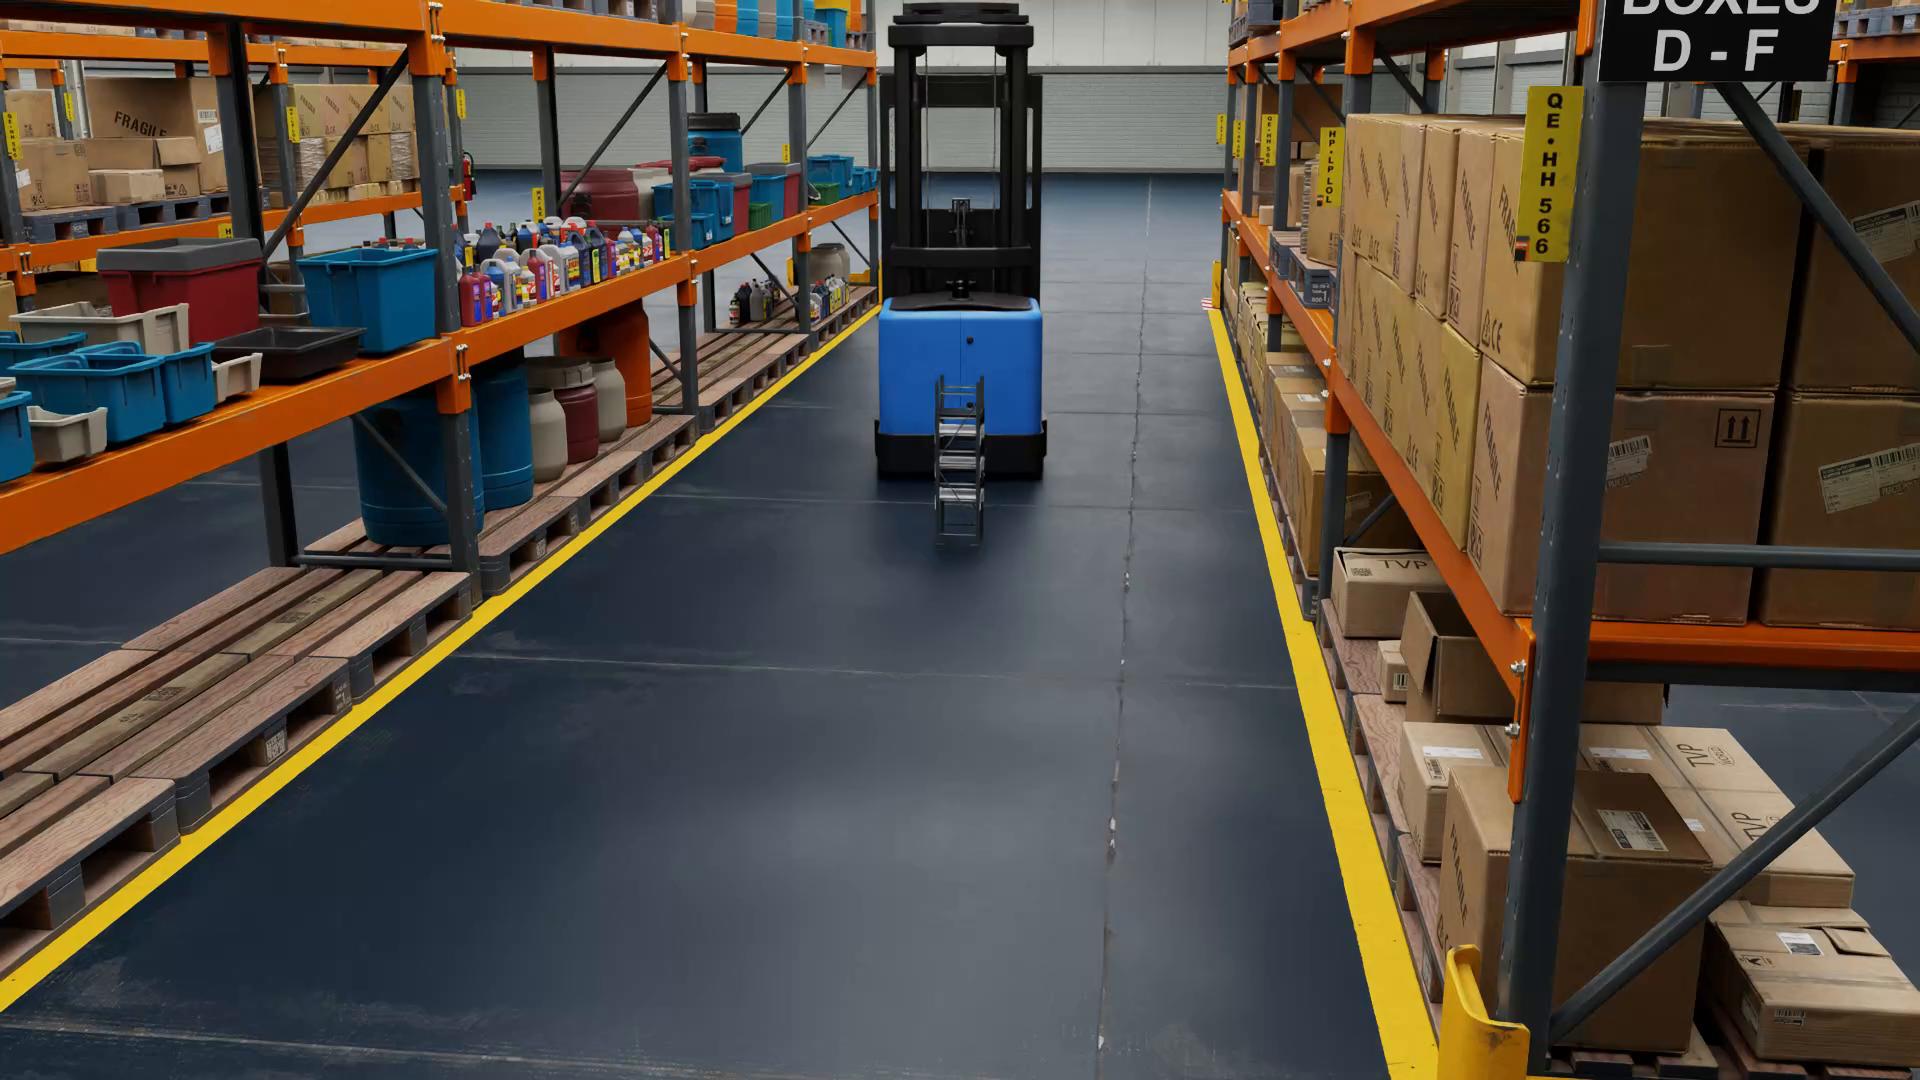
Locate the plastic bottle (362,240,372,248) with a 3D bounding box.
[{"bbox_3d":[-3.029,-1.366,8.562,0.144,0.351,0.185,2,15,6],"label":"plastic bottle"}]

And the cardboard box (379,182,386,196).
[{"bbox_3d":[-6.364,-3.744,17.742,0.380,0.149,0.250,2,15,6],"label":"cardboard box"}]

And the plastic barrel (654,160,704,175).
[{"bbox_3d":[-2.314,-2.850,13.696,0.433,0.535,0.433,0,15,0],"label":"plastic barrel"}]

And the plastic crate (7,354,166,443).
[{"bbox_3d":[-2.756,-0.448,5.279,0.416,0.233,0.300,2,15,6],"label":"plastic crate"}]

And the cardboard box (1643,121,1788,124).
[{"bbox_3d":[2.144,-0.993,4.981,0.500,0.500,0.500,2,15,6],"label":"cardboard box"}]

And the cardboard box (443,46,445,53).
[{"bbox_3d":[-6.177,-5.643,18.826,0.500,0.250,0.500,2,15,8],"label":"cardboard box"}]

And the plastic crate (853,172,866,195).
[{"bbox_3d":[-1.292,-3.875,18.033,0.499,0.251,0.408,2,15,6],"label":"plastic crate"}]

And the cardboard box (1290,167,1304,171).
[{"bbox_3d":[2.797,-2.653,13.035,0.500,0.500,0.500,2,15,6],"label":"cardboard box"}]

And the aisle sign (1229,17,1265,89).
[{"bbox_3d":[3.171,-5.388,18.362,0.394,0.787,0.004,2,15,6],"label":"aisle sign"}]

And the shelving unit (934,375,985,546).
[{"bbox_3d":[-0.001,-0.432,9.037,0.258,0.900,0.210,2,15,6],"label":"shelving unit"}]

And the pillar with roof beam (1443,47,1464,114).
[{"bbox_3d":[7.601,-13.003,40.009,9.100,9.000,0.400,2,15,6],"label":"pillar with roof beam"}]

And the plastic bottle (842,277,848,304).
[{"bbox_3d":[-1.220,-2.635,17.522,0.061,0.283,0.133,2,15,8],"label":"plastic bottle"}]

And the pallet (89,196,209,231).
[{"bbox_3d":[-7.095,-2.747,13.943,1.003,0.211,1.213,2,15,6],"label":"pallet"}]

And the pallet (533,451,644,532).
[{"bbox_3d":[-2.544,-0.312,9.911,1.003,0.211,1.213,2,15,6],"label":"pallet"}]

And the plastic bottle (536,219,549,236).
[{"bbox_3d":[-2.767,-1.985,11.004,0.097,0.271,0.097,0,15,0],"label":"plastic bottle"}]

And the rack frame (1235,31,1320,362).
[{"bbox_3d":[3.016,-3.070,14.768,1.000,3.000,0.127,2,15,6],"label":"rack frame"}]

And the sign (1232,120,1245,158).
[{"bbox_3d":[2.465,-3.542,14.704,0.100,0.325,0.005,2,15,6],"label":"sign"}]

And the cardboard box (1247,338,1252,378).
[{"bbox_3d":[2.552,-1.449,13.237,0.500,0.250,0.500,2,15,7],"label":"cardboard box"}]

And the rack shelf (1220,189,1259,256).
[{"bbox_3d":[3.242,-3.241,16.781,1.077,0.370,4.000,2,15,6],"label":"rack shelf"}]

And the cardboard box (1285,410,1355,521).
[{"bbox_3d":[2.006,-0.395,8.823,0.500,0.500,0.500,2,15,7],"label":"cardboard box"}]

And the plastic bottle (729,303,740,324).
[{"bbox_3d":[-2.174,-2.181,16.001,0.097,0.201,0.097,0,15,0],"label":"plastic bottle"}]

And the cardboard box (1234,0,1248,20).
[{"bbox_3d":[3.009,-5.451,16.564,0.500,0.500,0.500,2,15,6],"label":"cardboard box"}]

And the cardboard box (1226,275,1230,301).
[{"bbox_3d":[3.133,-2.720,17.939,0.500,0.250,0.500,2,15,6],"label":"cardboard box"}]

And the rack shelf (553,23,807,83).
[{"bbox_3d":[-2.131,-3.799,13.096,1.077,0.370,4.000,2,15,6],"label":"rack shelf"}]

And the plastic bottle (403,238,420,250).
[{"bbox_3d":[-2.865,-1.410,8.723,0.144,0.351,0.185,2,15,6],"label":"plastic bottle"}]

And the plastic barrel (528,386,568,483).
[{"bbox_3d":[-2.497,-0.612,9.639,0.421,0.512,0.421,0,15,0],"label":"plastic barrel"}]

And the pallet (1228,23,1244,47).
[{"bbox_3d":[3.362,-5.330,17.550,1.003,0.211,1.213,2,15,6],"label":"pallet"}]

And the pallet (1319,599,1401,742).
[{"bbox_3d":[2.035,0.529,6.800,1.003,0.211,1.213,2,15,6],"label":"pallet"}]

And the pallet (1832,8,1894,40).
[{"bbox_3d":[7.763,-4.125,13.285,1.213,0.211,1.003,2,15,6],"label":"pallet"}]

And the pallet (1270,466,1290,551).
[{"bbox_3d":[2.303,-0.178,9.417,1.003,0.211,1.213,2,15,6],"label":"pallet"}]

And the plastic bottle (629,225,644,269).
[{"bbox_3d":[-2.057,-1.860,10.540,0.097,0.271,0.097,0,15,0],"label":"plastic bottle"}]

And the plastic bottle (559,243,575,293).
[{"bbox_3d":[-2.206,-1.518,9.276,0.097,0.271,0.097,0,15,0],"label":"plastic bottle"}]

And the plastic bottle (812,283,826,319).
[{"bbox_3d":[-1.402,-2.347,16.329,0.144,0.351,0.185,2,15,8],"label":"plastic bottle"}]

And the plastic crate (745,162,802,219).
[{"bbox_3d":[-1.656,-3.113,14.805,0.402,0.464,0.583,2,15,6],"label":"plastic crate"}]

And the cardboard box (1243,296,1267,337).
[{"bbox_3d":[2.603,-1.852,13.654,0.500,0.311,0.500,1,15,4],"label":"cardboard box"}]

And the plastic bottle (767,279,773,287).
[{"bbox_3d":[-2.007,-2.599,17.413,0.097,0.271,0.097,0,15,0],"label":"plastic bottle"}]

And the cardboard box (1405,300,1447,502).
[{"bbox_3d":[1.559,-0.394,4.680,0.500,0.500,0.500,2,15,7],"label":"cardboard box"}]

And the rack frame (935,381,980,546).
[{"bbox_3d":[-0.012,-0.406,8.939,0.240,0.900,0.006,2,15,6],"label":"rack frame"}]

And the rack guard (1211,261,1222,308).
[{"bbox_3d":[3.470,-2.907,18.954,1.175,0.500,0.348,2,15,6],"label":"rack guard"}]

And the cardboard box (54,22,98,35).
[{"bbox_3d":[-6.913,-3.948,12.558,0.500,0.250,0.500,2,15,8],"label":"cardboard box"}]

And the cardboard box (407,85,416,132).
[{"bbox_3d":[-6.242,-4.795,18.471,0.500,0.500,0.500,2,15,6],"label":"cardboard box"}]

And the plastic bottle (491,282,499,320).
[{"bbox_3d":[-2.333,-1.194,8.210,0.097,0.201,0.097,0,15,0],"label":"plastic bottle"}]

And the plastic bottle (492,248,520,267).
[{"bbox_3d":[-2.424,-1.435,8.961,0.152,0.276,0.135,2,15,6],"label":"plastic bottle"}]

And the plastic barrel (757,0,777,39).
[{"bbox_3d":[-1.821,-4.599,13.716,0.600,0.901,0.600,0,15,0],"label":"plastic barrel"}]

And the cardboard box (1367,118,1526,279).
[{"bbox_3d":[1.665,-1.145,5.542,0.500,0.500,0.500,1,15,5],"label":"cardboard box"}]

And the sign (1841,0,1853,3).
[{"bbox_3d":[7.399,-4.636,13.825,0.100,0.325,0.005,2,15,6],"label":"sign"}]

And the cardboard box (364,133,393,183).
[{"bbox_3d":[-6.569,-4.059,17.665,0.875,0.500,0.500,2,15,6],"label":"cardboard box"}]

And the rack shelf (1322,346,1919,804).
[{"bbox_3d":[1.888,-0.129,5.271,1.077,0.370,4.000,2,15,6],"label":"rack shelf"}]

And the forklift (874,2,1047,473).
[{"bbox_3d":[0.007,-2.166,11.557,1.130,2.935,3.031,0,15,0],"label":"forklift"}]

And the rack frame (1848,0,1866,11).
[{"bbox_3d":[7.939,-5.821,13.449,1.000,3.000,0.127,2,15,6],"label":"rack frame"}]

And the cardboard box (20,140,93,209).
[{"bbox_3d":[-7.293,-2.865,13.015,0.700,0.500,0.500,4,16,15],"label":"cardboard box"}]

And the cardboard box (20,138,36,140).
[{"bbox_3d":[-11.329,-4.404,19.415,0.875,0.550,0.550,2,15,6],"label":"cardboard box"}]

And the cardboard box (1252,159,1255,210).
[{"bbox_3d":[3.113,-3.370,15.688,0.700,0.500,0.500,2,15,6],"label":"cardboard box"}]

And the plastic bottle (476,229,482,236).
[{"bbox_3d":[-2.902,-1.722,10.007,0.061,0.283,0.133,2,15,6],"label":"plastic bottle"}]
